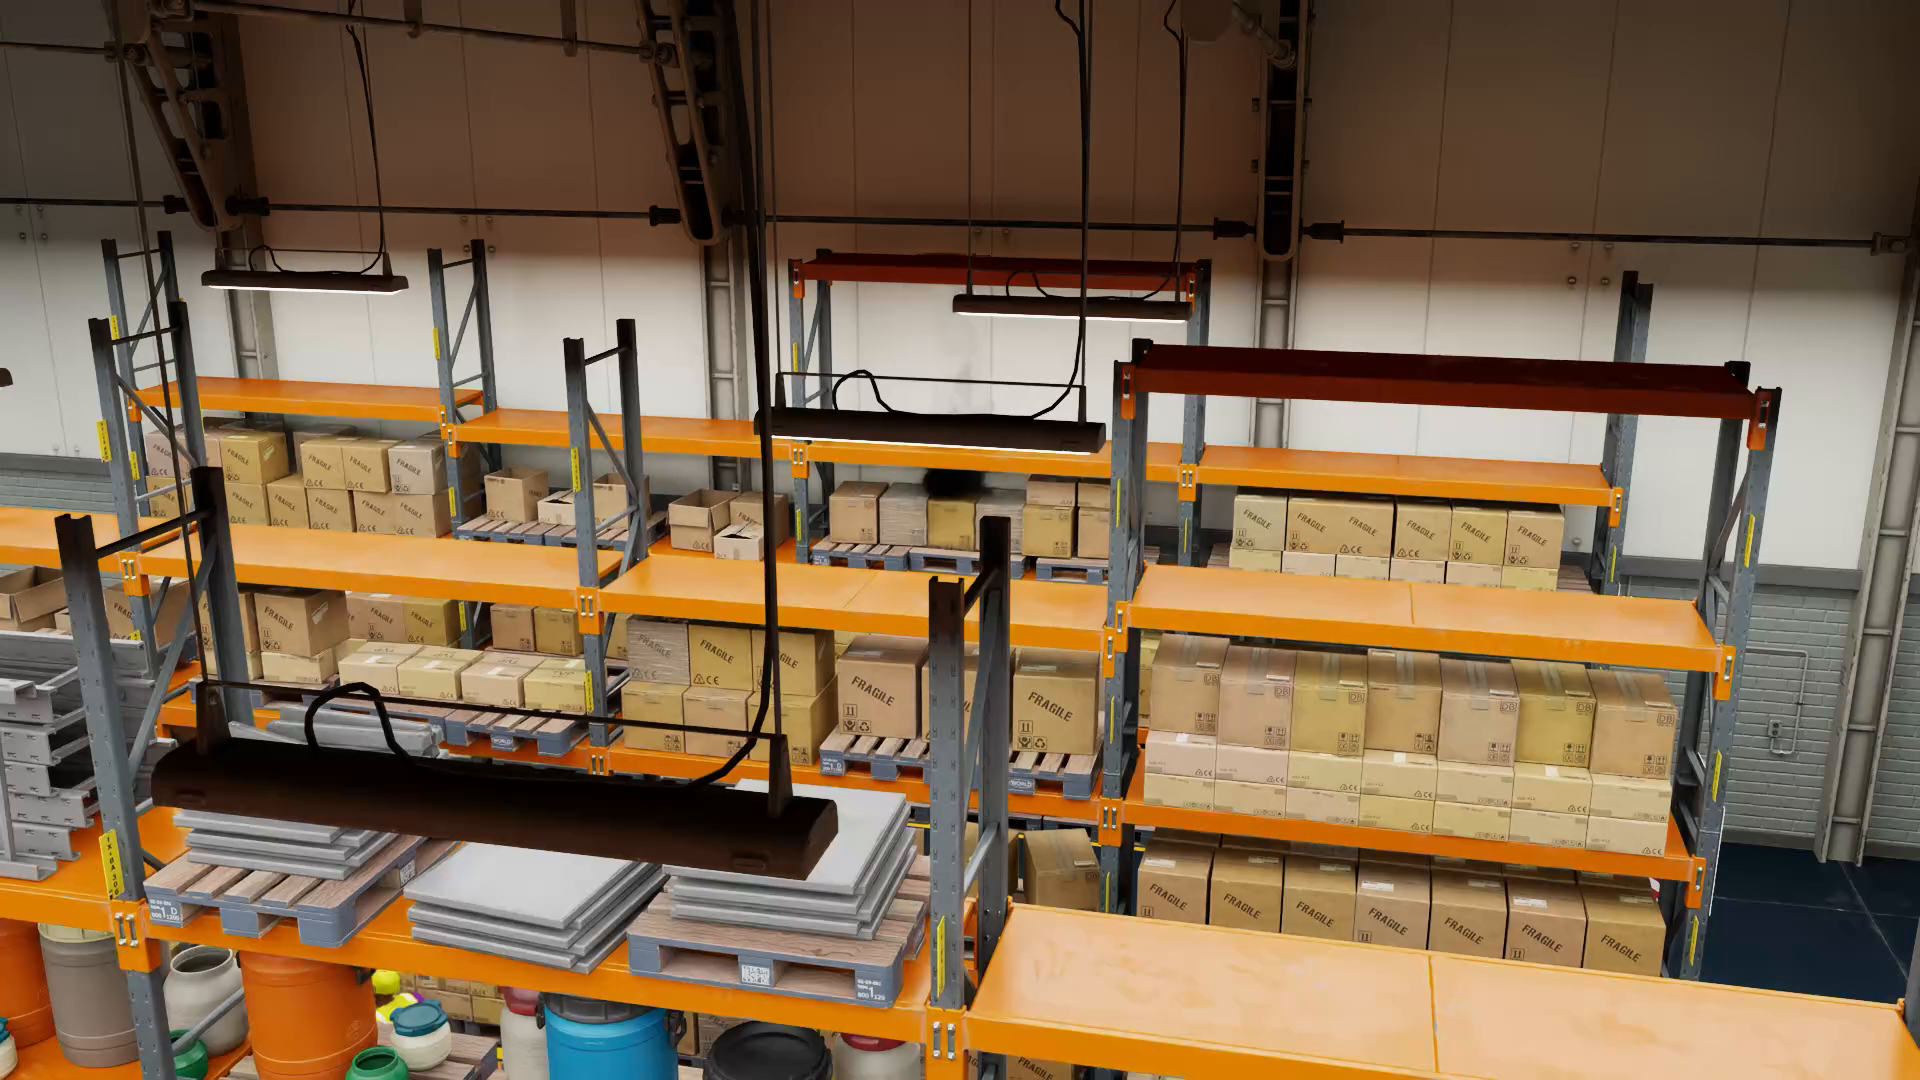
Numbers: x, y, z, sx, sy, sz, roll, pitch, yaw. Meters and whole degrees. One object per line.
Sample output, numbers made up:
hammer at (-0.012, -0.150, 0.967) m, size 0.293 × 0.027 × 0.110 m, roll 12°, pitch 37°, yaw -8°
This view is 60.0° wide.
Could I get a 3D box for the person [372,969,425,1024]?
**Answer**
person at (-4.025, 3.877, 11.914) m, size 0.886 × 1.773 × 0.686 m, roll 4°, pitch 17°, yaw 14°
